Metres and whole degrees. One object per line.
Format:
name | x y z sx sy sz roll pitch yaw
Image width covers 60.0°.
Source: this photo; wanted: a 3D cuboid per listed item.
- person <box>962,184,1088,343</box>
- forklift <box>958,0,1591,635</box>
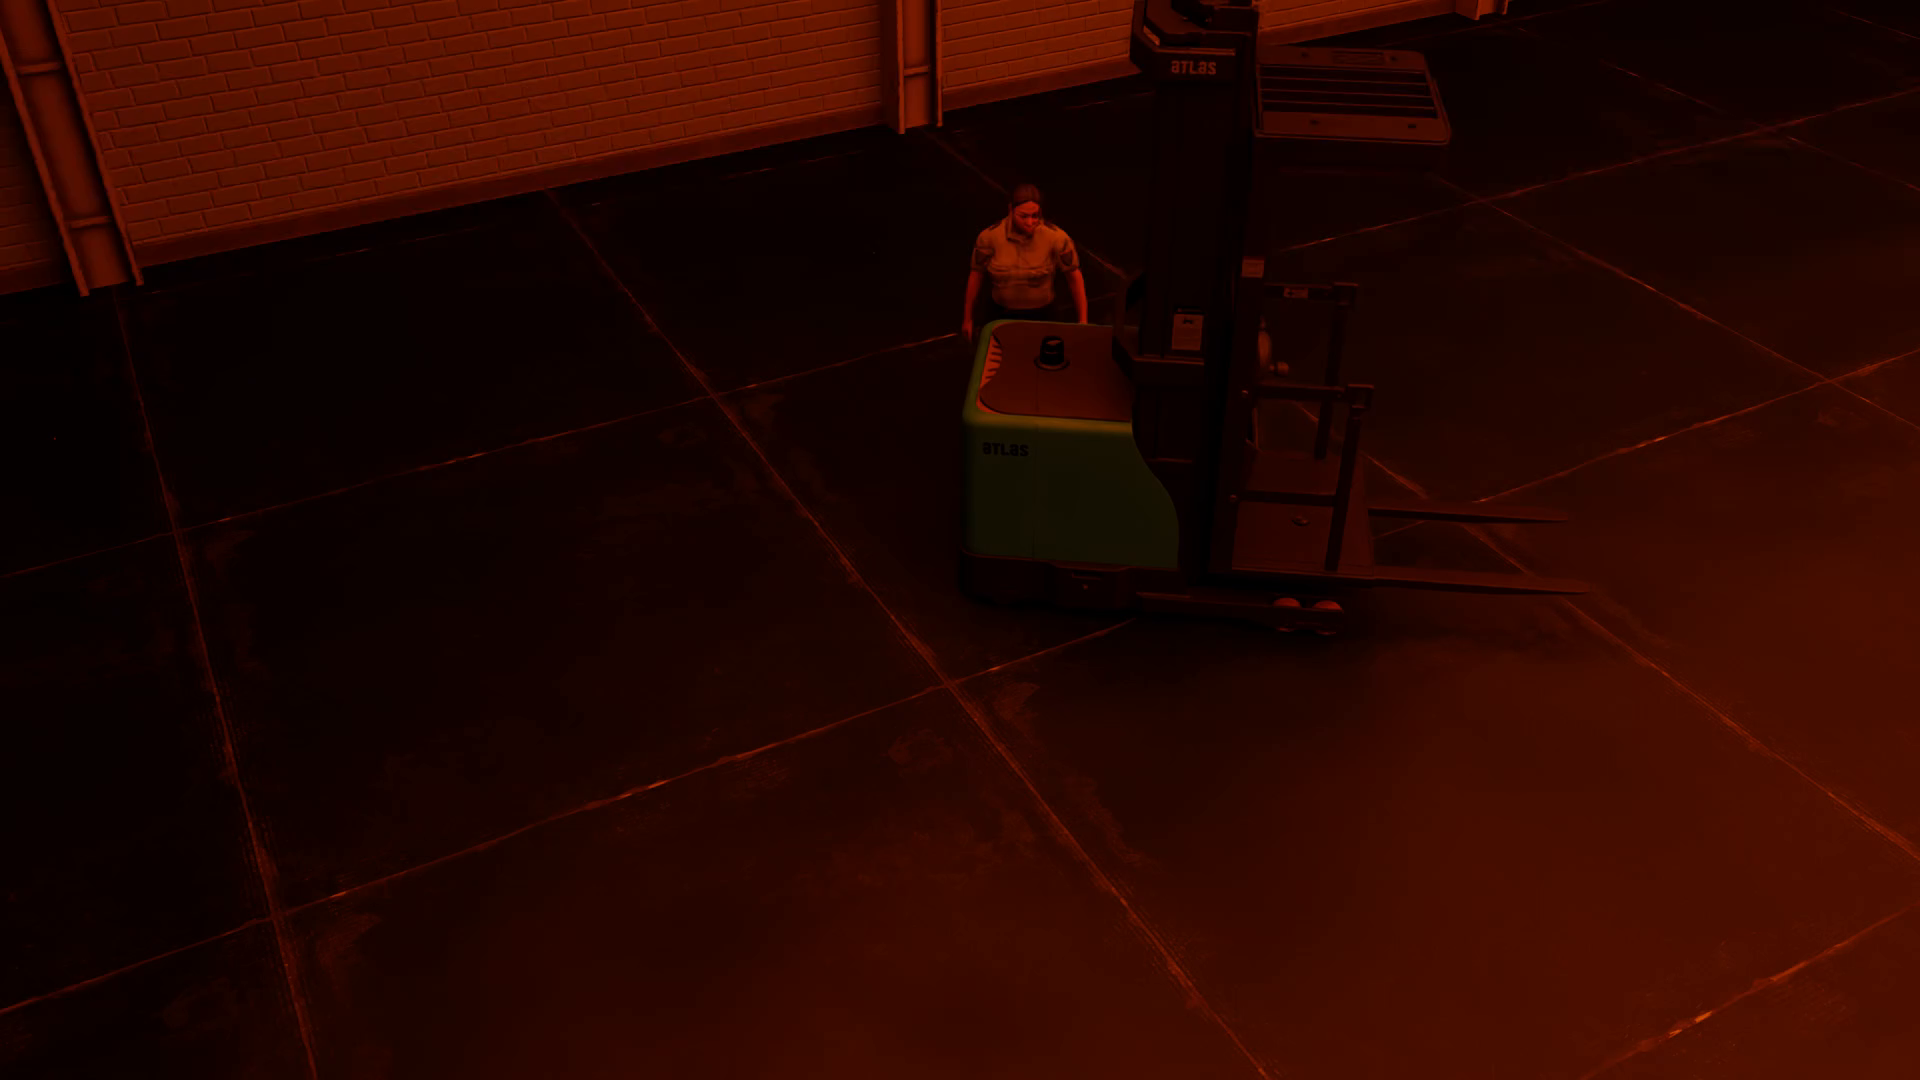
person | 0.375 -1.151 8.882 0.740 1.628 0.383 3 35 4
forklift | 1.547 -1.066 7.631 3.031 2.935 1.130 4 35 6
